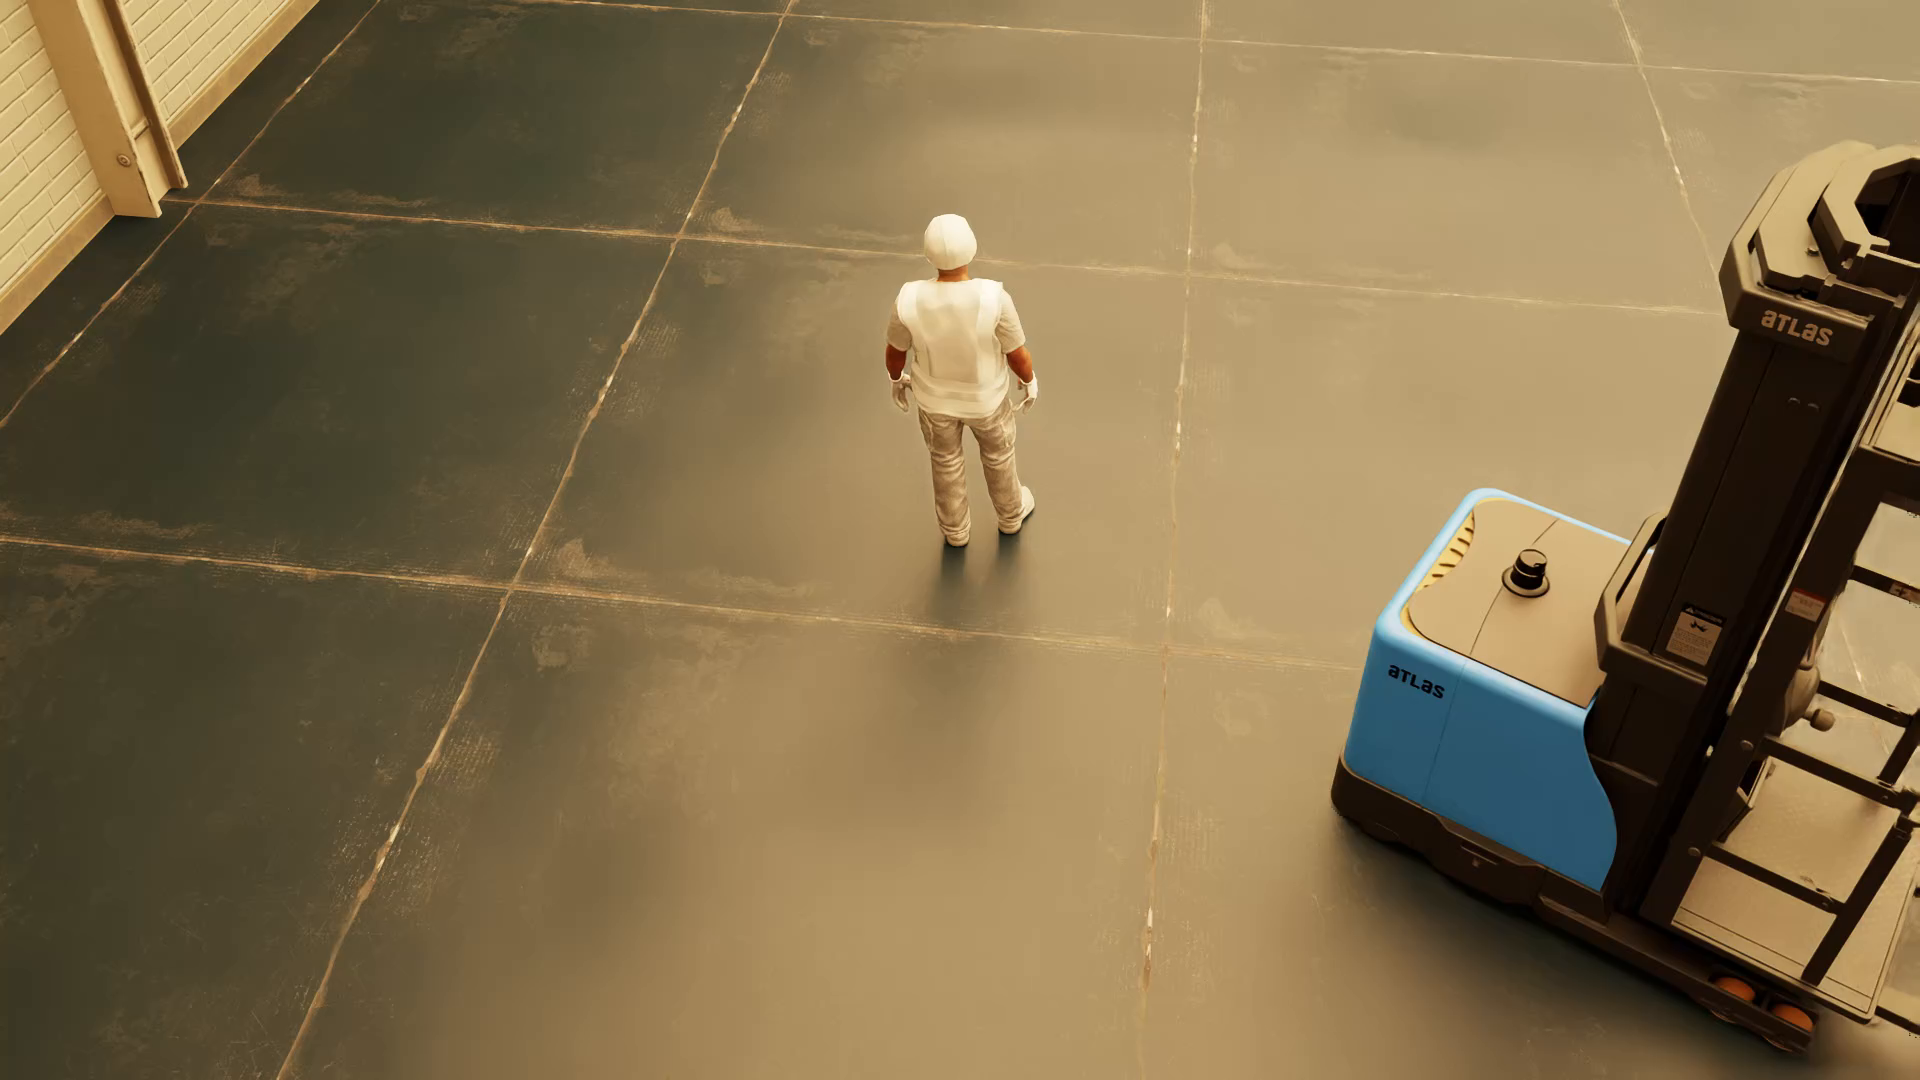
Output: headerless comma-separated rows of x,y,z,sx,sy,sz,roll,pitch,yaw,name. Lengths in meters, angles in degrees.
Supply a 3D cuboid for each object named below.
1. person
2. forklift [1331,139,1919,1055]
0.018,-0.709,7.334,0.656,1.782,0.577,5,43,6,person
2.987,0.320,5.376,3.031,2.935,1.130,25,48,25,forklift
